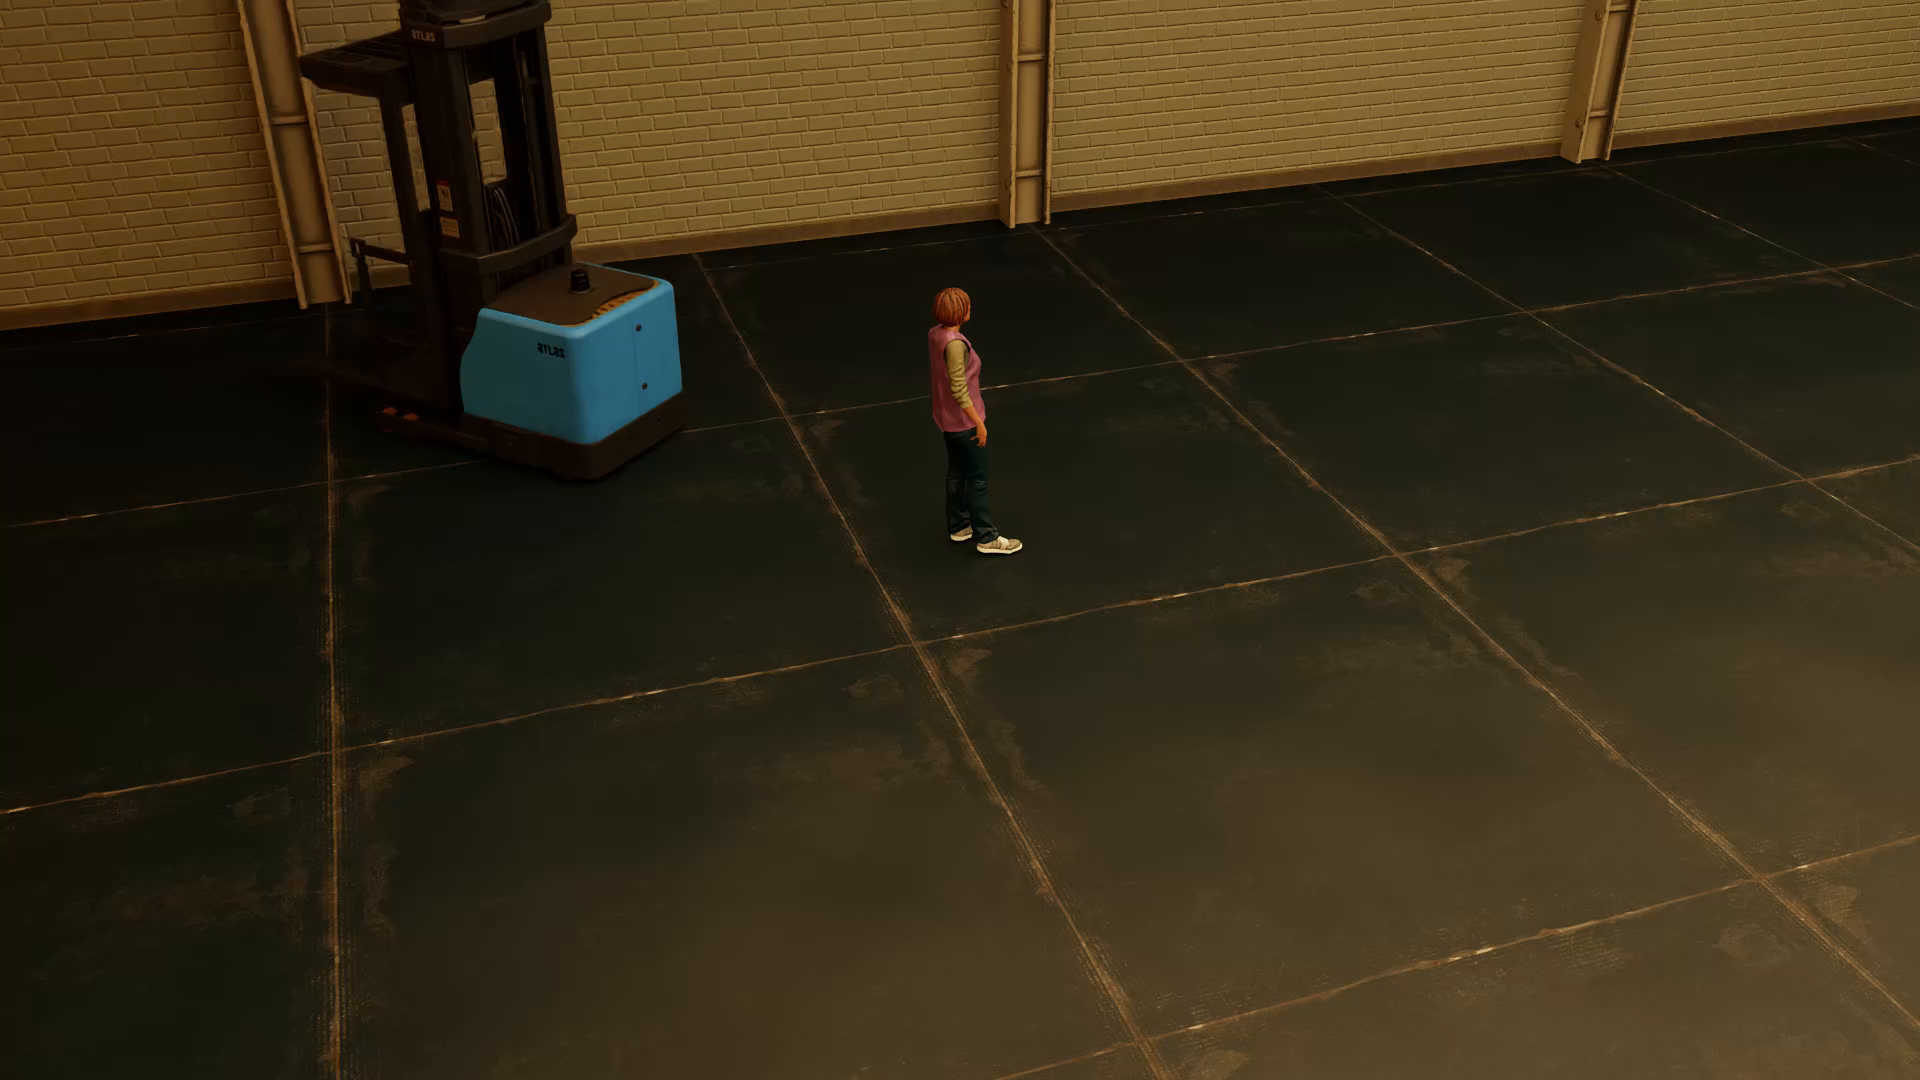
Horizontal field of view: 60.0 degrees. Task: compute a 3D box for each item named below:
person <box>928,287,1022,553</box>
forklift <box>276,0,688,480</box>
[{"bbox_3d":[0.075,-0.704,9.632,0.475,1.598,0.519,-10,31,-16],"label":"person"},{"bbox_3d":[-3.388,-2.168,10.855,3.031,2.935,1.130,15,33,25],"label":"forklift"}]
